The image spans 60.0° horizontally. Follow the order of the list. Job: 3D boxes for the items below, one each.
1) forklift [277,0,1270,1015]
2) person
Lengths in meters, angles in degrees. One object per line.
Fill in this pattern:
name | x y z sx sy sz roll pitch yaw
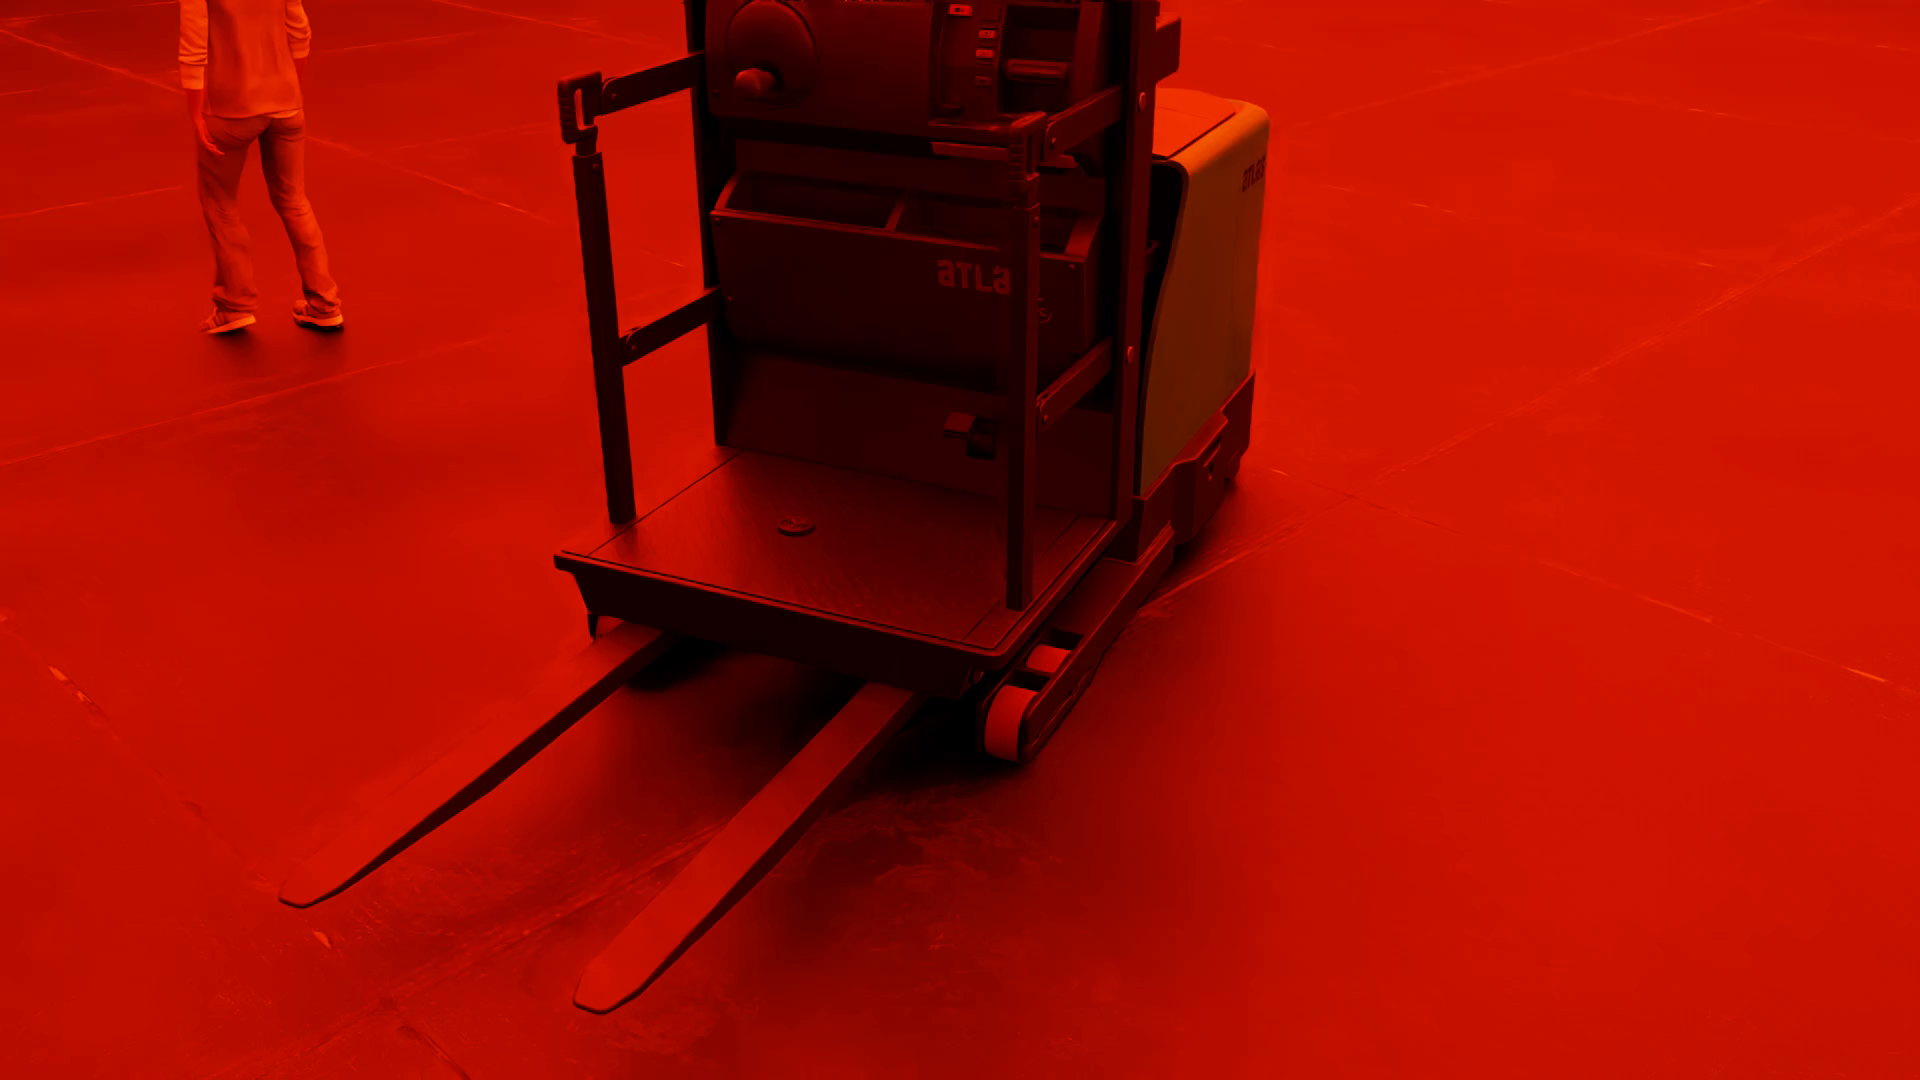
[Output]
forklift | -0.216 -1.055 3.365 1.130 2.935 3.031 12 28 22
person | -2.513 -1.503 5.845 0.477 1.622 0.494 19 32 34
